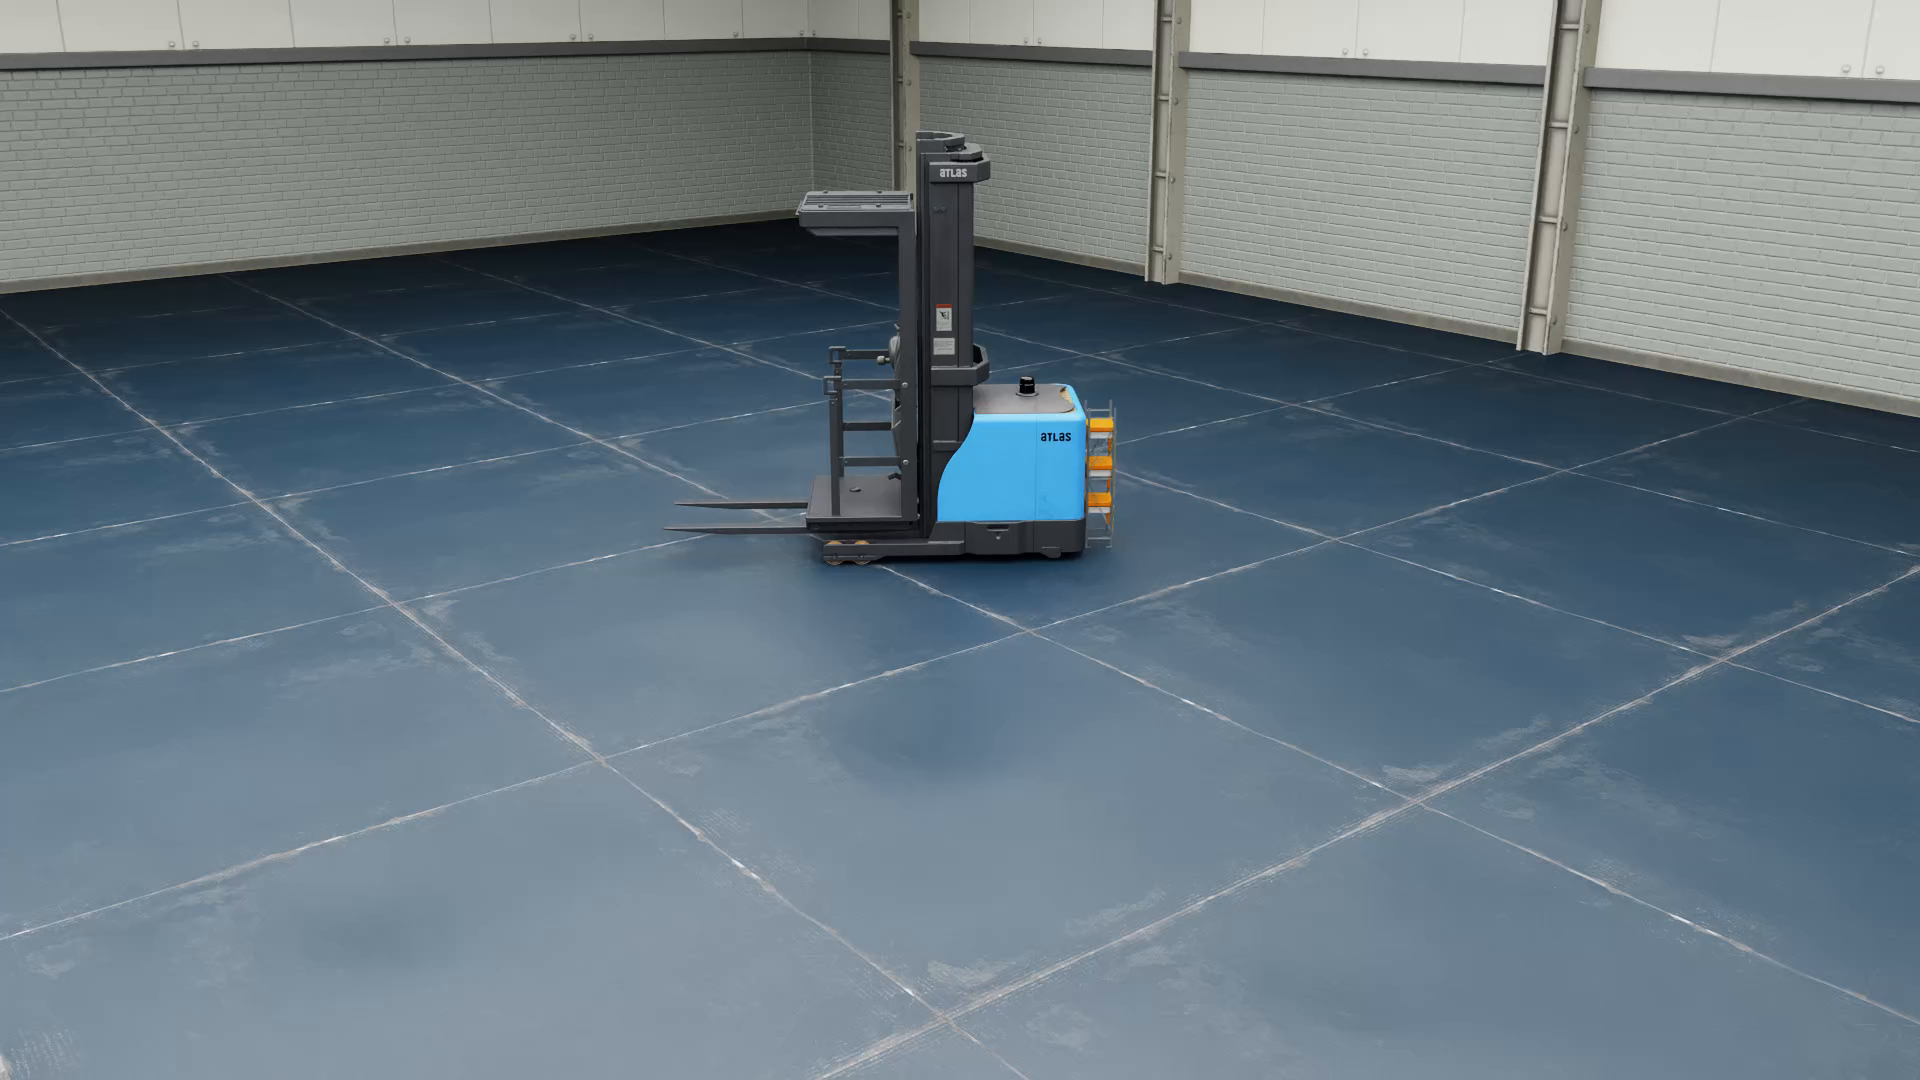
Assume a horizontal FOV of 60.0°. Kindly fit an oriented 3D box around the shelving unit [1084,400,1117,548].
[{"bbox_3d":[1.011,-0.480,12.143,0.215,1.050,0.252,-1,18,-2],"label":"shelving unit"}]

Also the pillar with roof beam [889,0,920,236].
[{"bbox_3d":[-4.266,-8.534,23.819,9.100,9.000,0.400,-14,23,-36],"label":"pillar with roof beam"}]

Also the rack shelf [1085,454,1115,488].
[{"bbox_3d":[1.011,-0.470,12.147,0.215,0.259,0.240,-1,18,-2],"label":"rack shelf"}]

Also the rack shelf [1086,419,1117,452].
[{"bbox_3d":[1.011,-0.740,12.057,0.215,0.259,0.240,-1,18,-2],"label":"rack shelf"}]

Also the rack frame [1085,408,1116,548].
[{"bbox_3d":[1.015,-0.442,12.028,0.200,1.050,0.008,-1,18,-2],"label":"rack frame"}]

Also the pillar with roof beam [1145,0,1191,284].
[{"bbox_3d":[-0.541,-7.055,19.354,9.100,9.000,0.400,-14,23,-36],"label":"pillar with roof beam"}]

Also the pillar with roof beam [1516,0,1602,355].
[{"bbox_3d":[3.184,-5.577,14.889,9.100,9.000,0.400,-14,23,-36],"label":"pillar with roof beam"}]

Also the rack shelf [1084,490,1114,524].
[{"bbox_3d":[1.011,-0.207,12.234,0.215,0.259,0.240,-1,18,-2],"label":"rack shelf"}]

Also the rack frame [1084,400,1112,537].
[{"bbox_3d":[1.006,-0.519,12.259,0.200,1.050,0.008,-1,18,-2],"label":"rack frame"}]

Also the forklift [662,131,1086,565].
[{"bbox_3d":[-0.630,-1.384,11.880,3.031,2.935,1.130,-1,18,-2],"label":"forklift"}]
